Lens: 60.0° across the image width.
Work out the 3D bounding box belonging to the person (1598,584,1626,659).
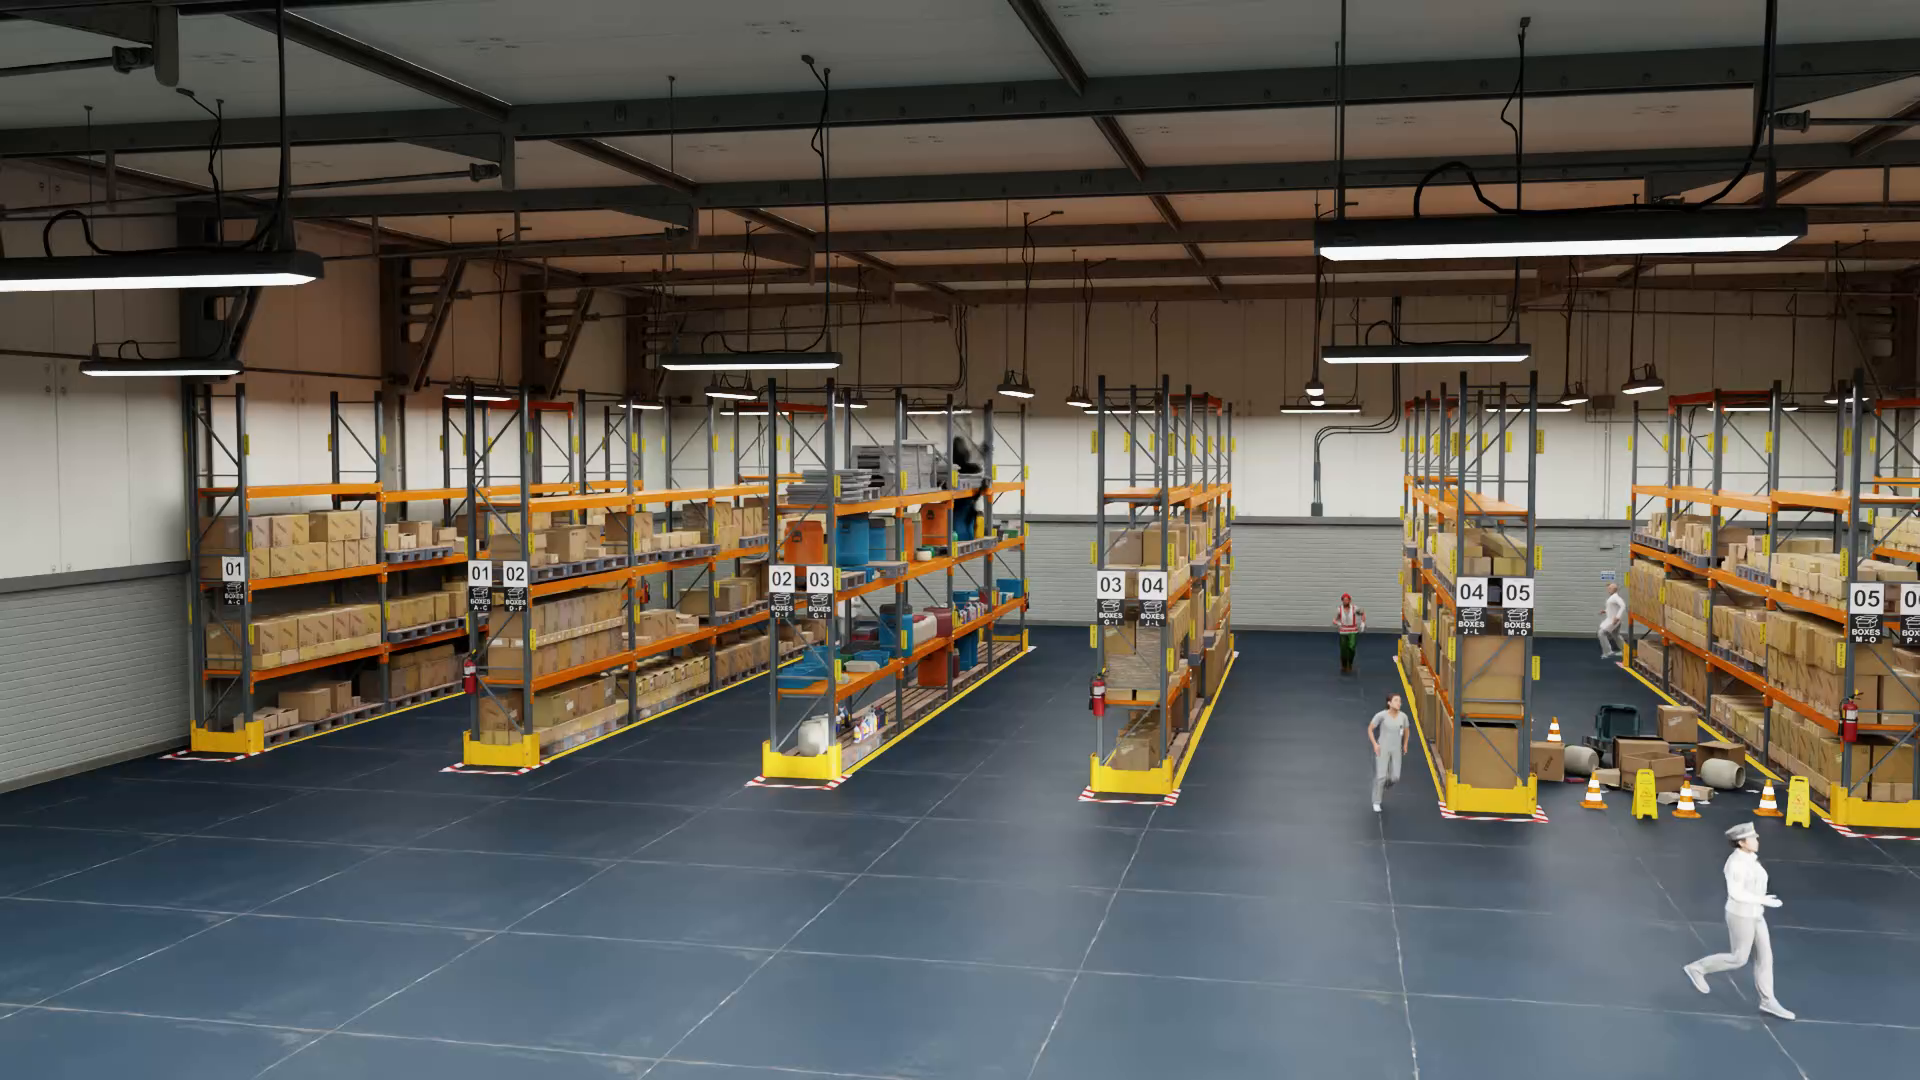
[{"bbox_3d":[15.276,1.925,38.803,0.742,1.804,0.770,1,4,21],"label":"person"}]

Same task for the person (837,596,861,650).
[{"bbox_3d":[-2.489,1.740,36.681,0.628,1.873,0.743,0,3,-2],"label":"person"}]

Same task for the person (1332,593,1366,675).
[{"bbox_3d":[8.440,2.038,36.136,0.676,1.761,0.869,1,3,20],"label":"person"}]

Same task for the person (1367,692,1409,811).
[{"bbox_3d":[5.906,2.897,22.888,0.608,1.621,0.553,0,3,-4],"label":"person"}]

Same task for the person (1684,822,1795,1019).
[{"bbox_3d":[6.895,3.313,14.666,0.901,1.693,0.616,3,4,38],"label":"person"}]
